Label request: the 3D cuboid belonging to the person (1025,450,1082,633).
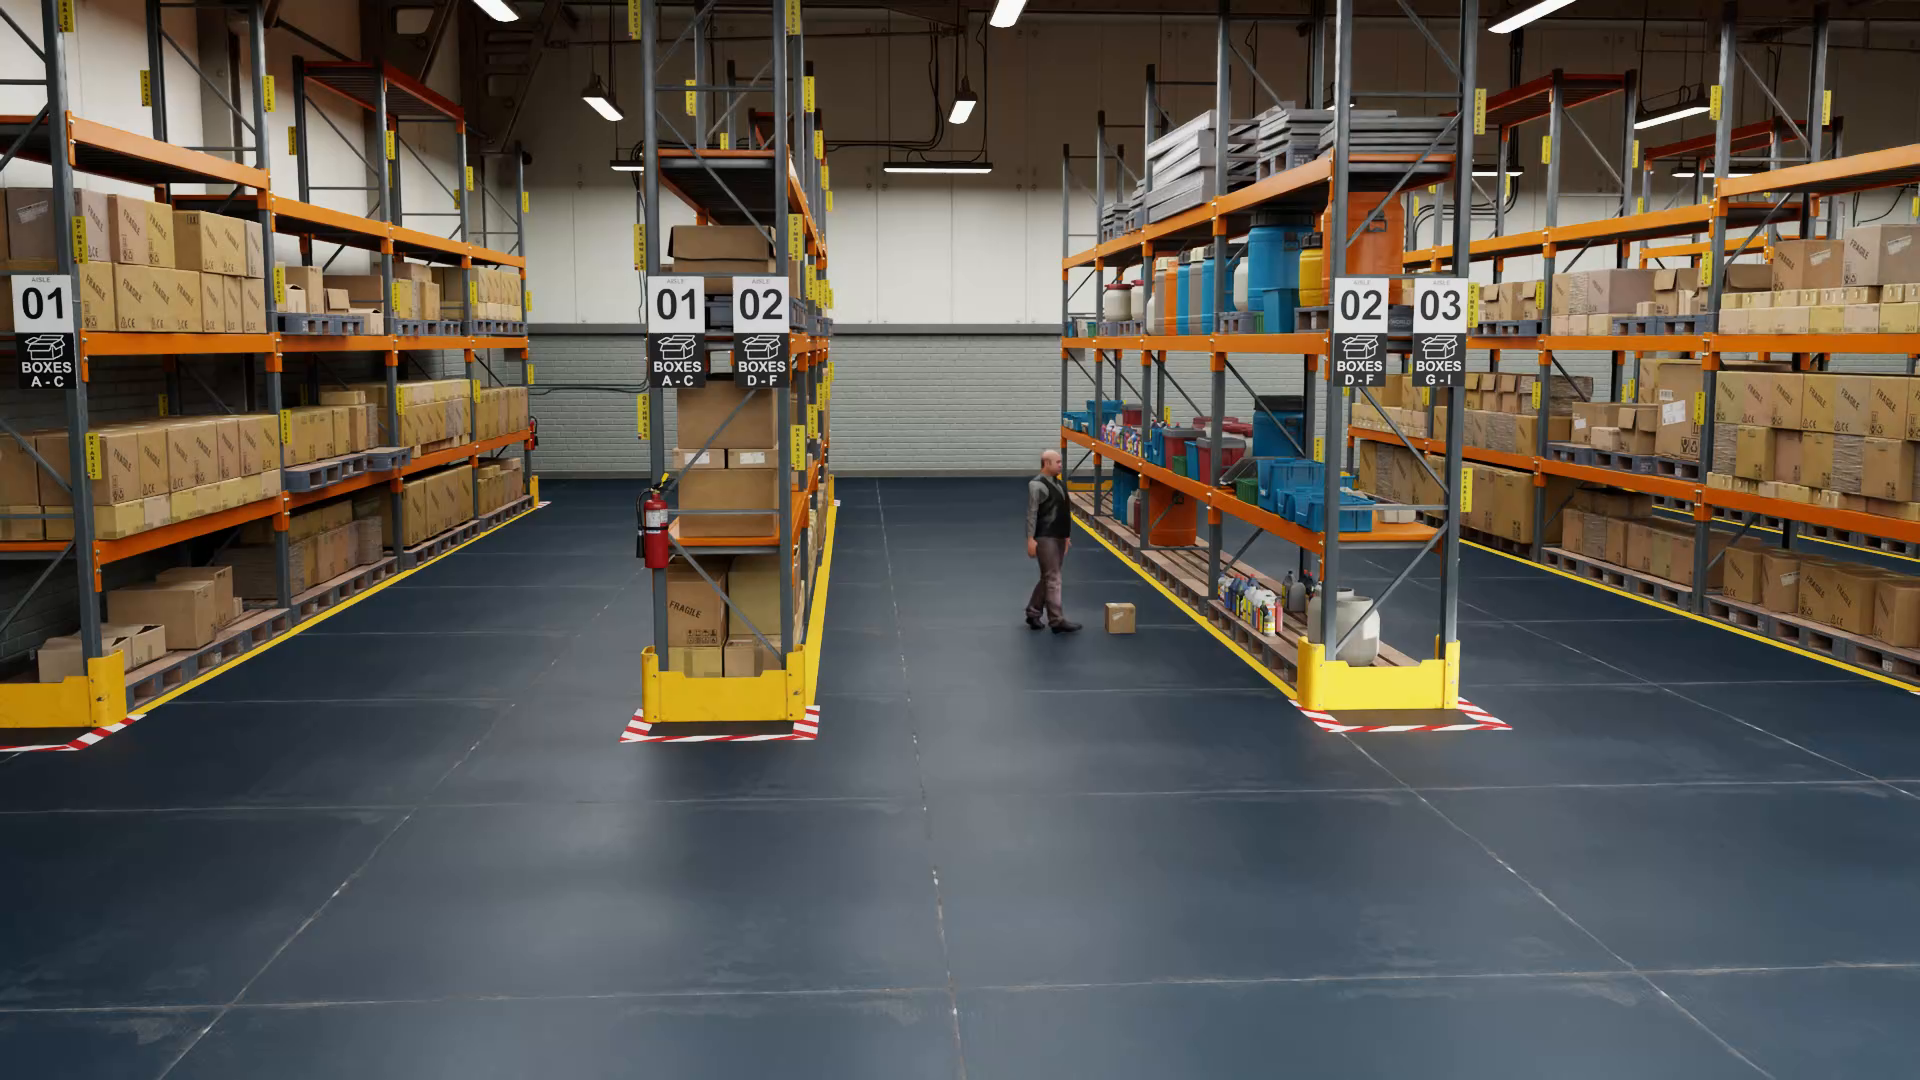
[{"bbox_3d":[0.883,0.011,15.782,0.679,1.725,0.554,4,8,31],"label":"person"}]
